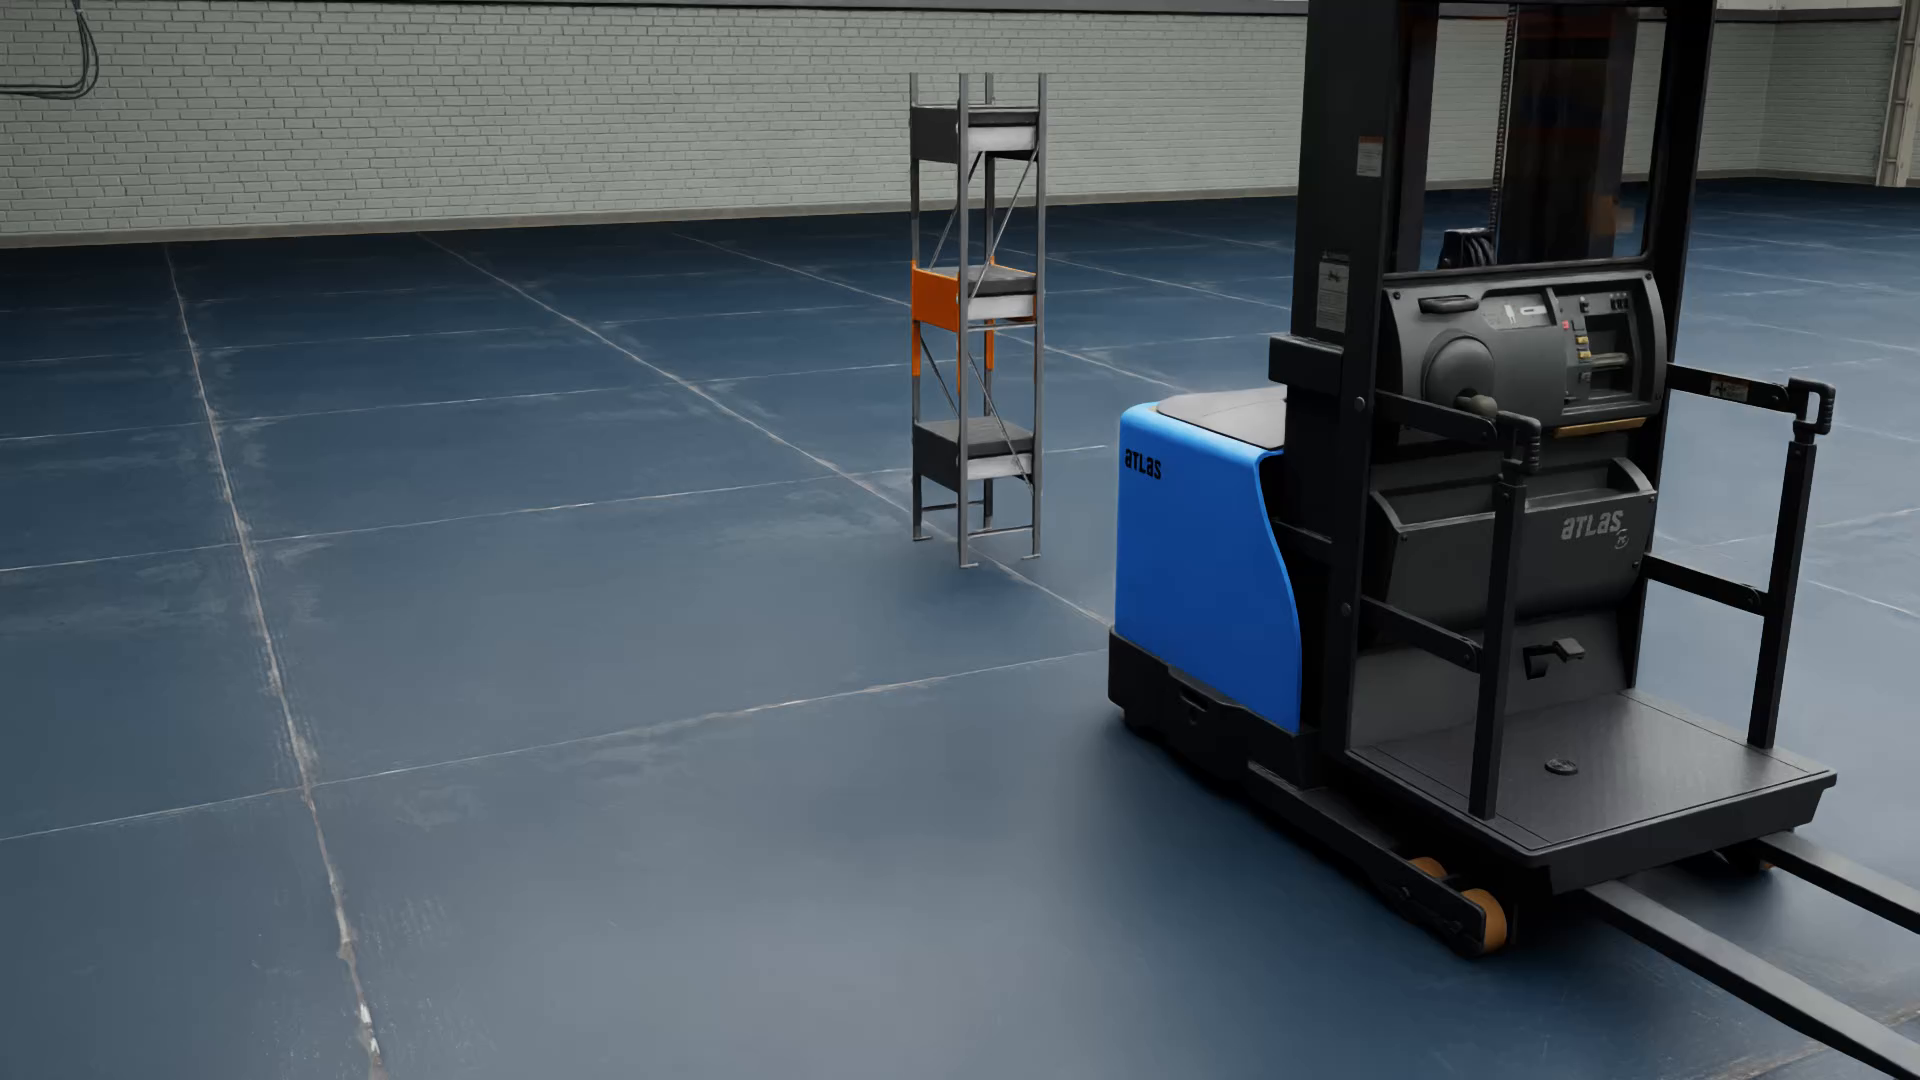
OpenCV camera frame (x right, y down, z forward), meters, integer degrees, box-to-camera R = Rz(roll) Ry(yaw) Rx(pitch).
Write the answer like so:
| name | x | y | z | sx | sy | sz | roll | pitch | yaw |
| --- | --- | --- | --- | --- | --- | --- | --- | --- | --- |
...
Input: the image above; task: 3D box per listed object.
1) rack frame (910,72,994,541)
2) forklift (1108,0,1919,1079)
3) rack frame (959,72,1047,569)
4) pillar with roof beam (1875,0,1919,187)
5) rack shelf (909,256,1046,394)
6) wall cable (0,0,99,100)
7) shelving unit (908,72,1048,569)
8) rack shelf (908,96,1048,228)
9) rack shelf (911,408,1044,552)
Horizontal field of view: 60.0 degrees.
| name | x | y | z | sx | sy | sz | roll | pitch | yaw |
| --- | --- | --- | --- | --- | --- | --- | --- | --- | --- |
| rack frame | -0.034 | -1.029 | 7.529 | 0.400 | 2.100 | 0.015 | -8 | 18 | -25 |
| forklift | 1.605 | -0.511 | 4.216 | 1.130 | 2.935 | 3.031 | -8 | 18 | -25 |
| rack frame | 0.179 | -0.908 | 7.107 | 0.400 | 2.100 | 0.015 | -8 | 18 | -25 |
| pillar with roof beam | 12.887 | -10.172 | 26.884 | 9.100 | 9.000 | 0.400 | -8 | 18 | -25 |
| rack shelf | 0.073 | -0.955 | 7.322 | 0.431 | 0.518 | 0.480 | -8 | 18 | -25 |
| wall cable | -11.661 | -6.284 | 18.963 | 3.097 | 2.526 | 0.112 | -8 | 18 | -25 |
| shelving unit | 0.073 | -0.968 | 7.318 | 0.431 | 2.100 | 0.503 | -8 | 18 | -25 |
| rack shelf | 0.072 | -1.628 | 7.129 | 0.431 | 0.518 | 0.480 | -8 | 18 | -25 |
| rack shelf | 0.073 | -0.282 | 7.515 | 0.431 | 0.518 | 0.480 | -8 | 18 | -25 |
